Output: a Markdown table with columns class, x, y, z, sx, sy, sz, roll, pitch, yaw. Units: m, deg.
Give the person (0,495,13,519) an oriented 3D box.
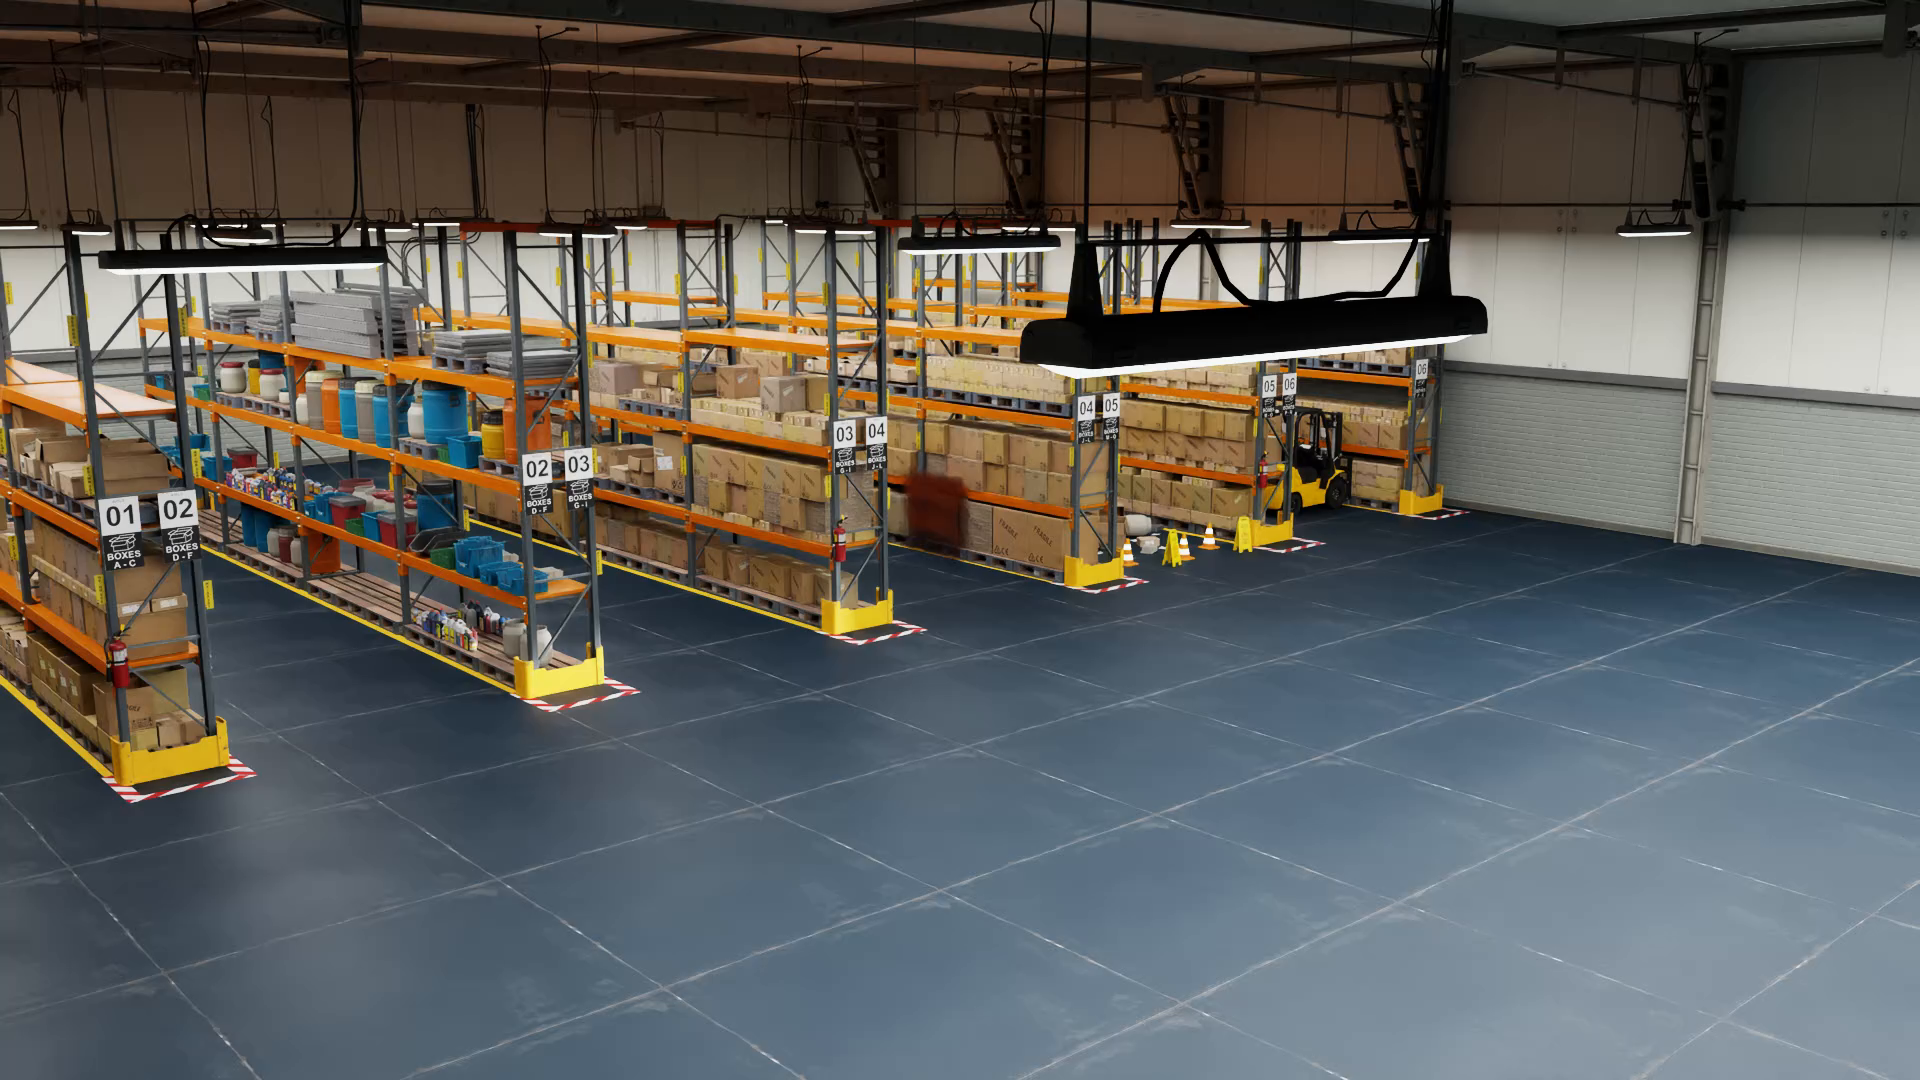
| class | x | y | z | sx | sy | sz | roll | pitch | yaw |
| --- | --- | --- | --- | --- | --- | --- | --- | --- | --- |
| person | -19.748 | -1.259 | 33.925 | 0.805 | 1.626 | 0.493 | -1 | 11 | -5 |
